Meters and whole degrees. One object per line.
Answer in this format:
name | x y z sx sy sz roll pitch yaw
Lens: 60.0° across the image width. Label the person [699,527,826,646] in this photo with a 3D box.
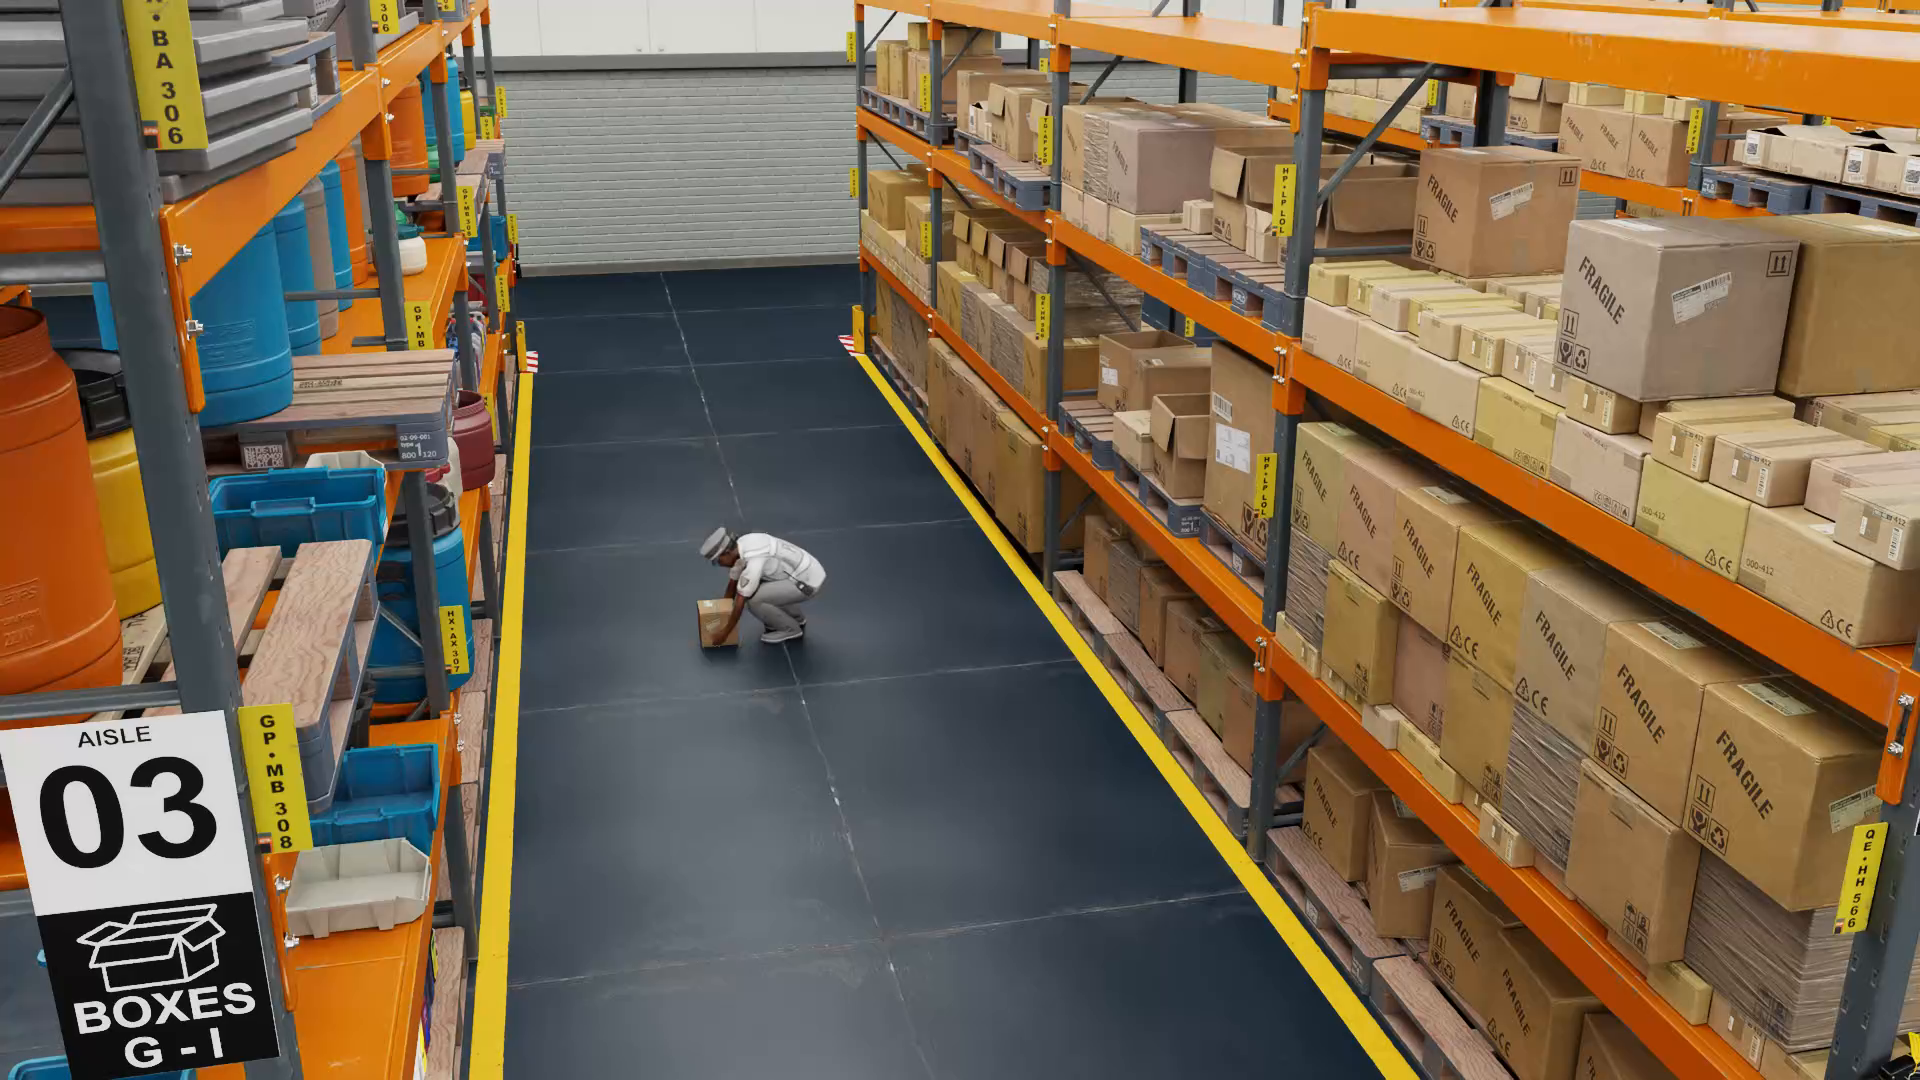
person | -1.366 0.284 11.529 0.867 0.847 0.475 -5 20 -12
